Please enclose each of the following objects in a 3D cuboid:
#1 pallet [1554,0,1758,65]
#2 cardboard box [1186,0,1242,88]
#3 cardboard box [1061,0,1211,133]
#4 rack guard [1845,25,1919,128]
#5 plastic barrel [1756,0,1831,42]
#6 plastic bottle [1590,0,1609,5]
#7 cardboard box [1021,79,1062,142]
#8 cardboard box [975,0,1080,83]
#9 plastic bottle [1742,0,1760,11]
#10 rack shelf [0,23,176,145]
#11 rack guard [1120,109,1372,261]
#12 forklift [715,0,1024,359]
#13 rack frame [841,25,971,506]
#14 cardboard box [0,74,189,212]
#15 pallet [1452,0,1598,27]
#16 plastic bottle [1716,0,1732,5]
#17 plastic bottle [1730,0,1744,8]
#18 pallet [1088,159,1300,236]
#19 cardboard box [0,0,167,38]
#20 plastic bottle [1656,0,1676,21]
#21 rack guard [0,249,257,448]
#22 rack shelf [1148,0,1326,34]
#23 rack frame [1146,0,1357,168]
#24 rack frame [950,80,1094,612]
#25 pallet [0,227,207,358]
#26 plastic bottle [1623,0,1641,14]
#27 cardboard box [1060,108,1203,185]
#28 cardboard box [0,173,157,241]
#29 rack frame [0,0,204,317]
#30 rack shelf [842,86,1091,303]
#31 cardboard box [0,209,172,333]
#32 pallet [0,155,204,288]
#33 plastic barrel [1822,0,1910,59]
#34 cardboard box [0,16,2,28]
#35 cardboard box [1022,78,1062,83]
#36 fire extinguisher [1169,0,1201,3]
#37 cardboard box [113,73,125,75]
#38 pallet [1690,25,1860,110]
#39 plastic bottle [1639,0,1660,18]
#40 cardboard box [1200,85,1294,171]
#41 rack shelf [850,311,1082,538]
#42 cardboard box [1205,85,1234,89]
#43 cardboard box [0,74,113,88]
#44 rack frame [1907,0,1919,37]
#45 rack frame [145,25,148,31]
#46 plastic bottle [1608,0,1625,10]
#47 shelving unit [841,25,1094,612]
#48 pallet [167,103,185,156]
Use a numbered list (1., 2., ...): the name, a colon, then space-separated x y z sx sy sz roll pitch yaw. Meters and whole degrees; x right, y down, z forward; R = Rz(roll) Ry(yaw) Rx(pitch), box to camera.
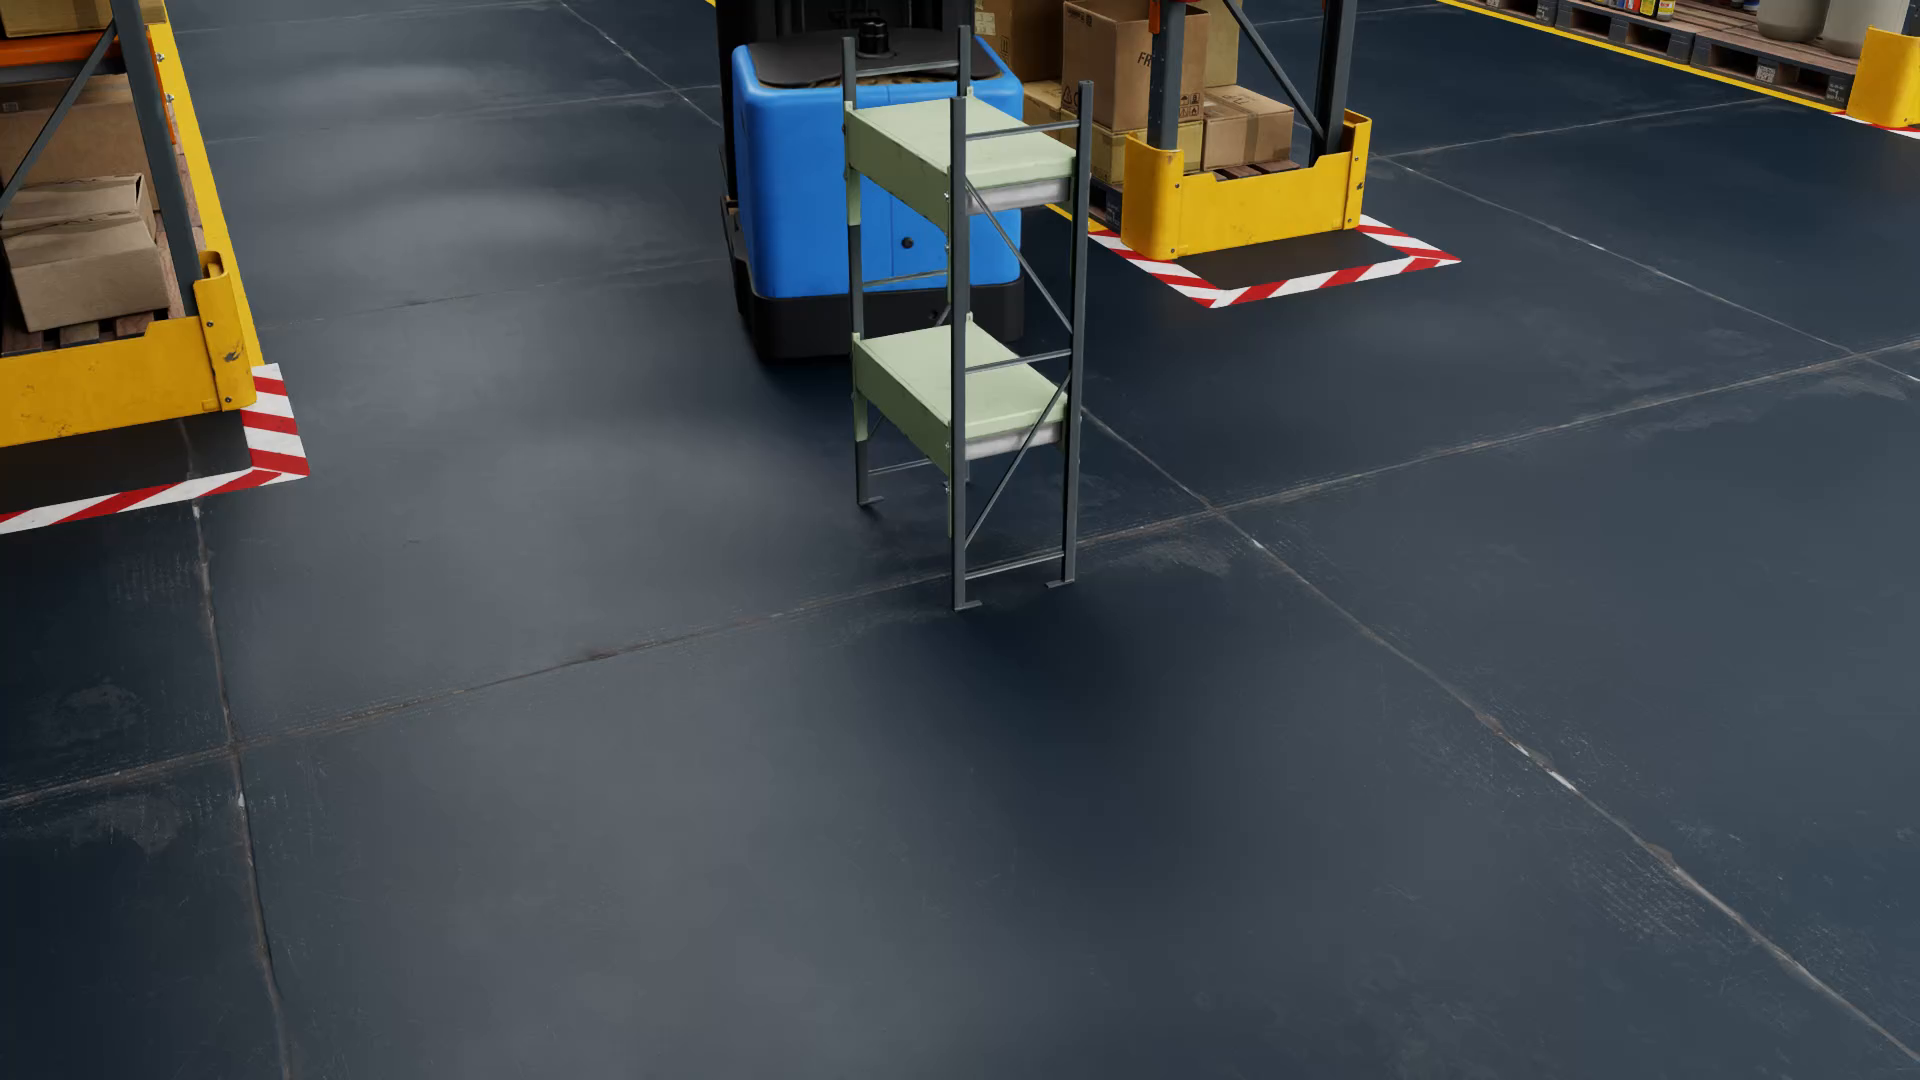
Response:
1. pallet: 4.851 -3.511 11.295 1.003 0.211 1.213 -13 32 -22
2. cardboard box: 1.069 -2.582 8.402 0.500 0.500 0.500 -13 32 -22
3. cardboard box: 0.816 -2.252 7.814 0.500 0.500 0.500 -13 32 -22
4. rack guard: 5.715 -2.738 9.622 1.175 0.500 0.348 -13 32 -22
5. plastic barrel: 5.223 -3.399 10.359 0.421 0.512 0.421 0 29 0
6. plastic bottle: 4.388 -3.811 11.239 0.144 0.351 0.185 -12 31 -20
7. cardboard box: 0.592 -2.144 8.388 0.500 0.250 0.500 -13 32 -22
8. cardboard box: 0.373 -2.691 8.597 0.500 0.500 0.500 -13 32 -22
9. plastic bottle: 5.293 -3.673 11.074 0.097 0.271 0.097 0 29 0
10. rack shelf: -4.016 -2.295 7.011 1.077 0.370 4.000 -13 32 -22
11. rack guard: 1.325 -1.666 7.710 1.175 0.500 0.348 -13 32 -22
12. forklift: -0.524 -2.672 7.018 1.130 2.935 3.031 -5 30 -9
13. rack frame: -0.154 -0.813 5.166 0.400 1.500 0.023 -13 32 -22
14. cardboard box: -3.888 -1.737 7.387 0.700 0.500 0.500 -15 33 -25
15. pallet: 4.324 -4.050 12.257 1.003 0.211 1.213 -13 32 -22
16. plastic bottle: 5.212 -3.782 11.256 0.061 0.283 0.133 -13 32 -21
17. plastic bottle: 5.249 -3.688 11.172 0.097 0.201 0.097 0 29 0
18. pallet: 0.949 -1.879 8.386 1.003 0.211 1.213 -13 32 -22
19. cardboard box: -3.080 -1.950 5.794 0.500 0.250 0.500 -14 32 -23
20. plastic bottle: 4.606 -3.496 10.828 0.097 0.201 0.097 0 29 0
21. rack guard: -3.190 -0.668 5.930 1.175 0.500 0.348 -13 32 -22
22. rack shelf: 0.456 -3.336 8.869 1.077 0.370 4.000 -13 32 -22
23. rack frame: 1.315 -2.767 7.117 1.000 3.000 0.127 -13 32 -22
24. rack frame: 0.160 -0.490 4.590 0.400 1.500 0.023 -13 32 -22
25. pallet: -3.507 -0.908 6.654 1.003 0.211 1.213 -13 32 -22
26. plastic bottle: 4.522 -3.645 11.019 0.152 0.276 0.135 -13 32 -22
27. cardboard box: 0.818 -1.925 7.999 0.500 0.250 0.500 -13 32 -22
28. cardboard box: -3.618 -1.320 6.837 0.500 0.311 0.500 -10 31 -18
29. rack frame: -3.158 -1.725 5.259 1.000 3.000 0.127 -13 32 -22
30. rack shelf: 0.003 -0.992 4.687 0.431 0.370 0.720 -13 32 -22
31. cardboard box: -3.373 -1.069 6.388 0.500 0.311 0.500 -17 33 -28
32. pallet: -4.027 -1.447 7.614 1.003 0.211 1.213 -13 32 -22
33. plastic barrel: 5.438 -3.178 9.964 0.421 0.512 0.421 0 29 0
34. cardboard box: -3.533 -1.834 5.587 0.500 0.250 0.500 -13 32 -21
35. cardboard box: 0.376 -2.364 8.781 0.500 0.250 0.500 -13 32 -22
36. fire extinguisher: 0.946 -2.583 6.869 0.296 0.674 0.183 -13 32 -22
37. cardboard box: -5.206 -2.915 9.488 0.700 0.500 0.500 -12 31 -20
38. pallet: 5.371 -2.972 10.335 1.003 0.211 1.213 -13 32 -22
39. plastic bottle: 4.539 -3.579 10.893 0.061 0.283 0.133 -12 32 -21
40. cardboard box: 1.285 -2.034 8.193 0.500 0.250 0.500 -13 32 -22
41. rack shelf: 0.003 -0.367 5.037 0.431 0.370 0.720 -13 32 -22
42. cardboard box: 1.067 -2.254 8.585 0.500 0.250 0.500 -13 32 -22
43. cardboard box: -4.393 -2.143 8.111 0.500 0.500 0.500 -16 33 -26
44. rack frame: 5.790 -3.805 8.969 1.000 3.000 0.127 -13 32 -22
45. rack frame: -4.875 -3.492 8.410 1.000 3.000 0.127 -13 32 -22
46. plastic bottle: 4.463 -3.707 11.128 0.152 0.276 0.135 -14 32 -23
47. shelving unit: 0.003 -0.651 4.878 0.431 1.500 0.755 -13 32 -22
48. pallet: -4.555 -1.986 8.576 1.003 0.211 1.213 -13 32 -22
